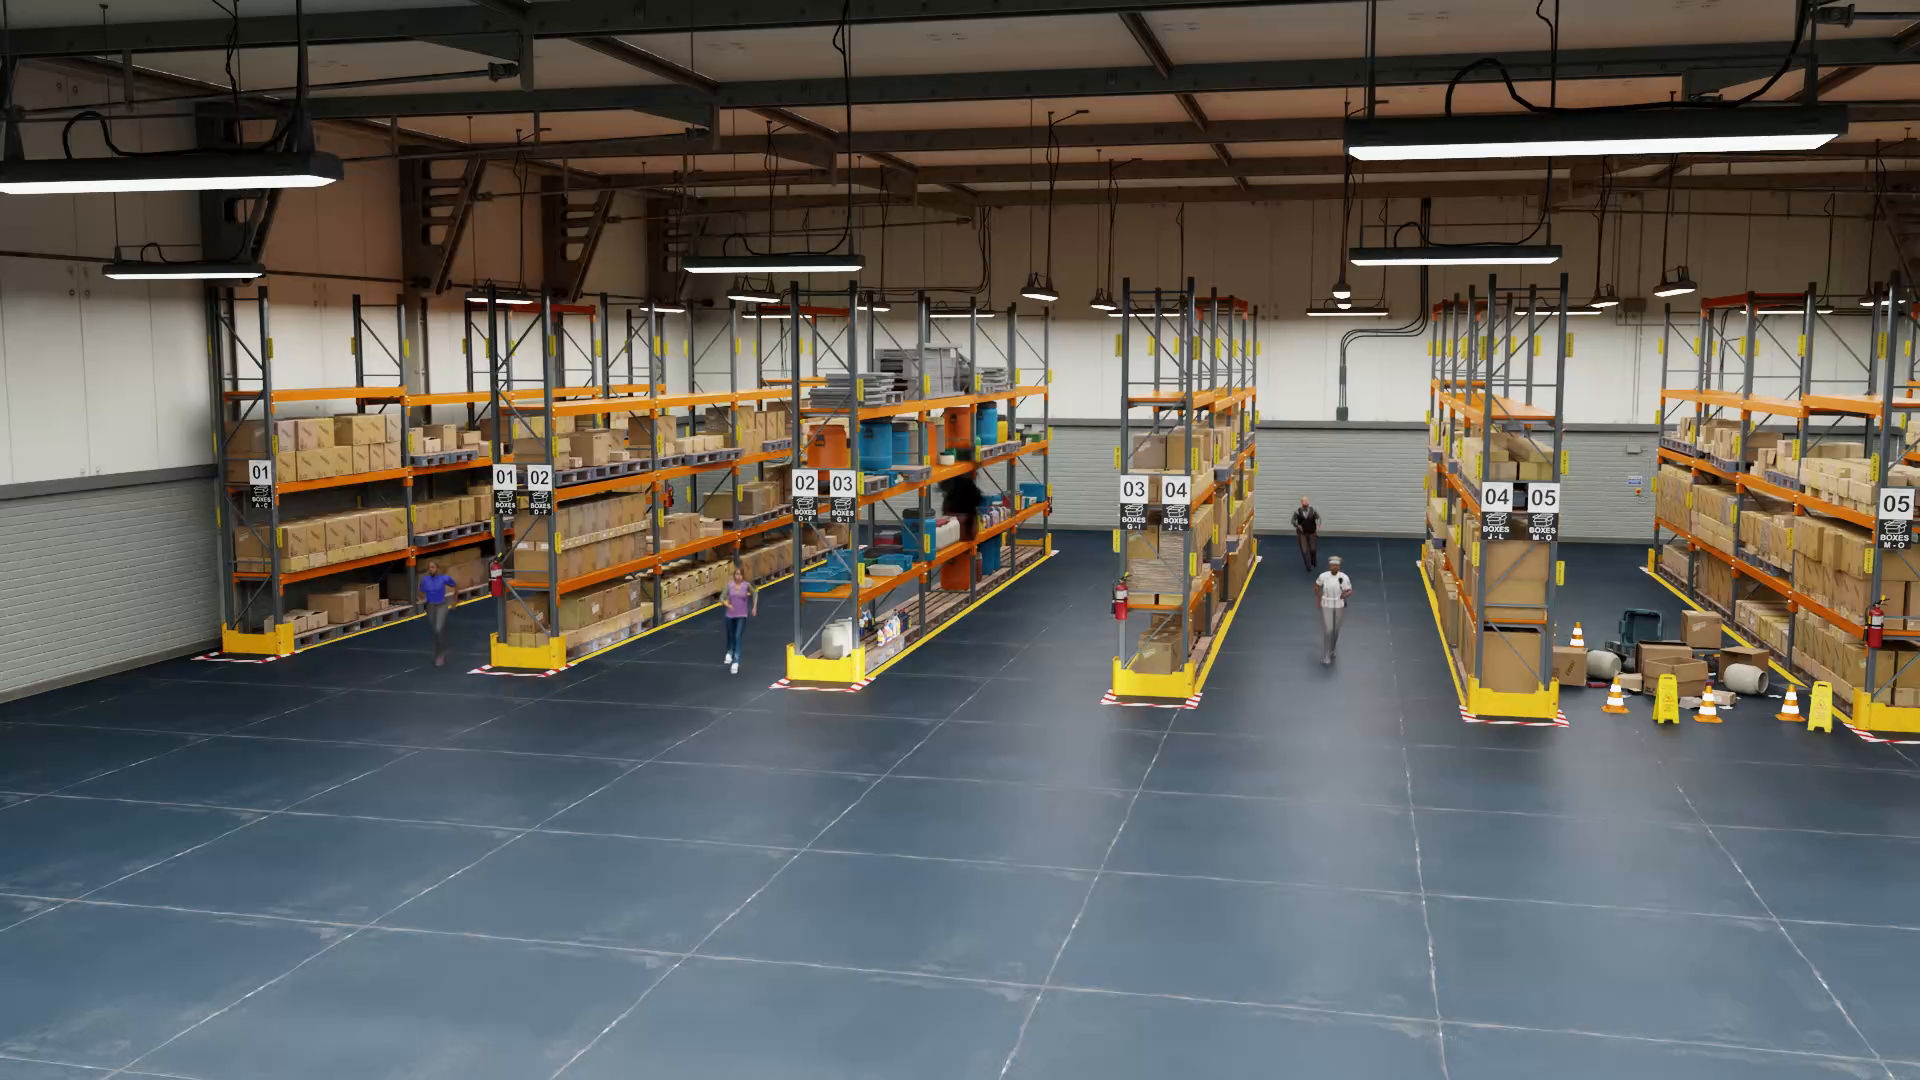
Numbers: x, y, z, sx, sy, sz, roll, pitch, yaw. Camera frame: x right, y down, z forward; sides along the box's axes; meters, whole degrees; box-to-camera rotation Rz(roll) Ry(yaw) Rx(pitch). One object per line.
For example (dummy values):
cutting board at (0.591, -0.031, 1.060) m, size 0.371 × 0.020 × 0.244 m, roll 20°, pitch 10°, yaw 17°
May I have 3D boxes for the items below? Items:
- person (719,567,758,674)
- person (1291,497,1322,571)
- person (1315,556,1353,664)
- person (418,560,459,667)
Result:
person at (-3.464, 1.218, 26.014) m, size 0.585 × 1.620 × 0.787 m, roll 0°, pitch 7°, yaw -1°
person at (7.812, -0.136, 37.531) m, size 0.690 × 1.677 × 0.525 m, roll 1°, pitch 7°, yaw 10°
person at (5.998, 1.120, 26.680) m, size 0.562 × 1.758 × 0.734 m, roll 0°, pitch 7°, yaw 4°
person at (-8.344, 1.150, 26.588) m, size 0.590 × 1.694 × 0.814 m, roll 1°, pitch 7°, yaw 7°
